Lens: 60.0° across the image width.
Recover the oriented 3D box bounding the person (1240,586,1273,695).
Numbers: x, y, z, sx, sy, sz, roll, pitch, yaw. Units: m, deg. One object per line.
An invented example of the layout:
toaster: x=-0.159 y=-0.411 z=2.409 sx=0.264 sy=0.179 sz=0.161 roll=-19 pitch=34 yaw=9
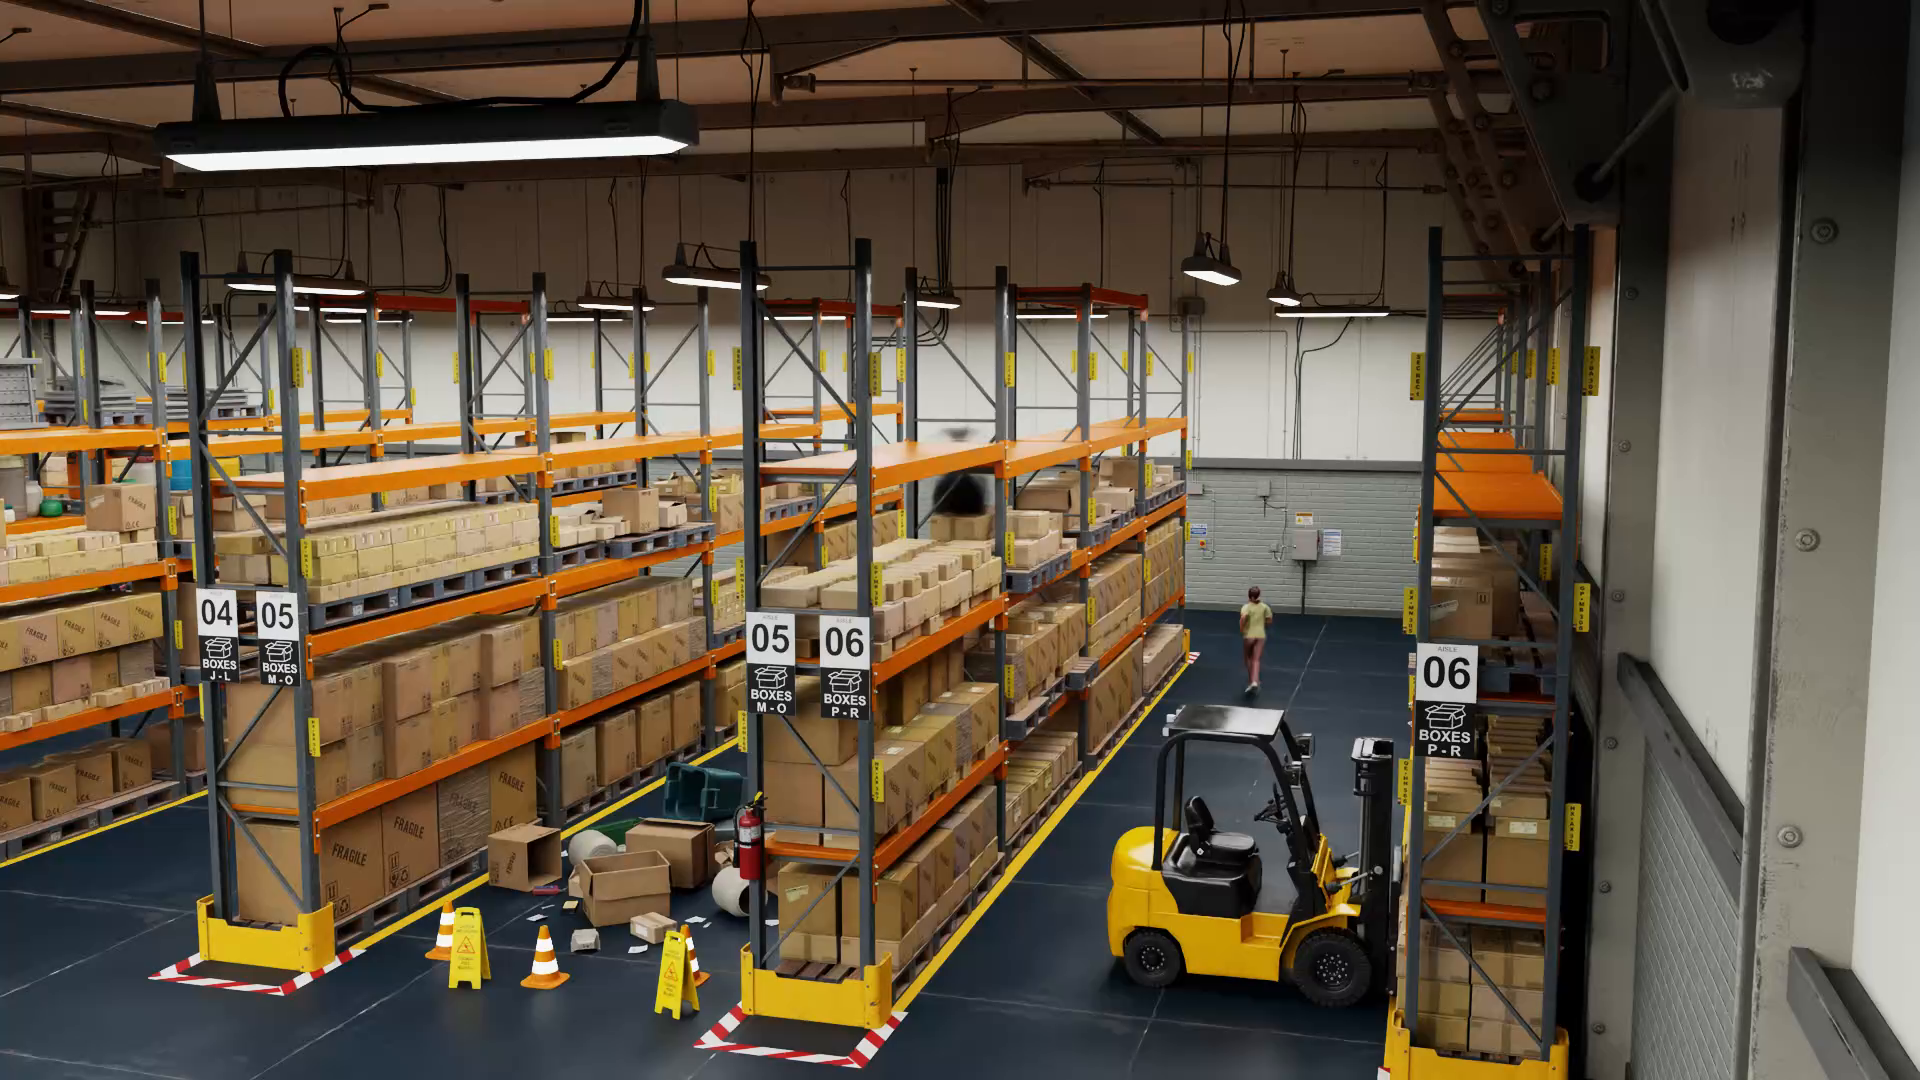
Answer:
person: x=4.487 y=1.541 z=25.132 sx=0.549 sy=1.650 sz=0.823 roll=0 pitch=6 yaw=0
